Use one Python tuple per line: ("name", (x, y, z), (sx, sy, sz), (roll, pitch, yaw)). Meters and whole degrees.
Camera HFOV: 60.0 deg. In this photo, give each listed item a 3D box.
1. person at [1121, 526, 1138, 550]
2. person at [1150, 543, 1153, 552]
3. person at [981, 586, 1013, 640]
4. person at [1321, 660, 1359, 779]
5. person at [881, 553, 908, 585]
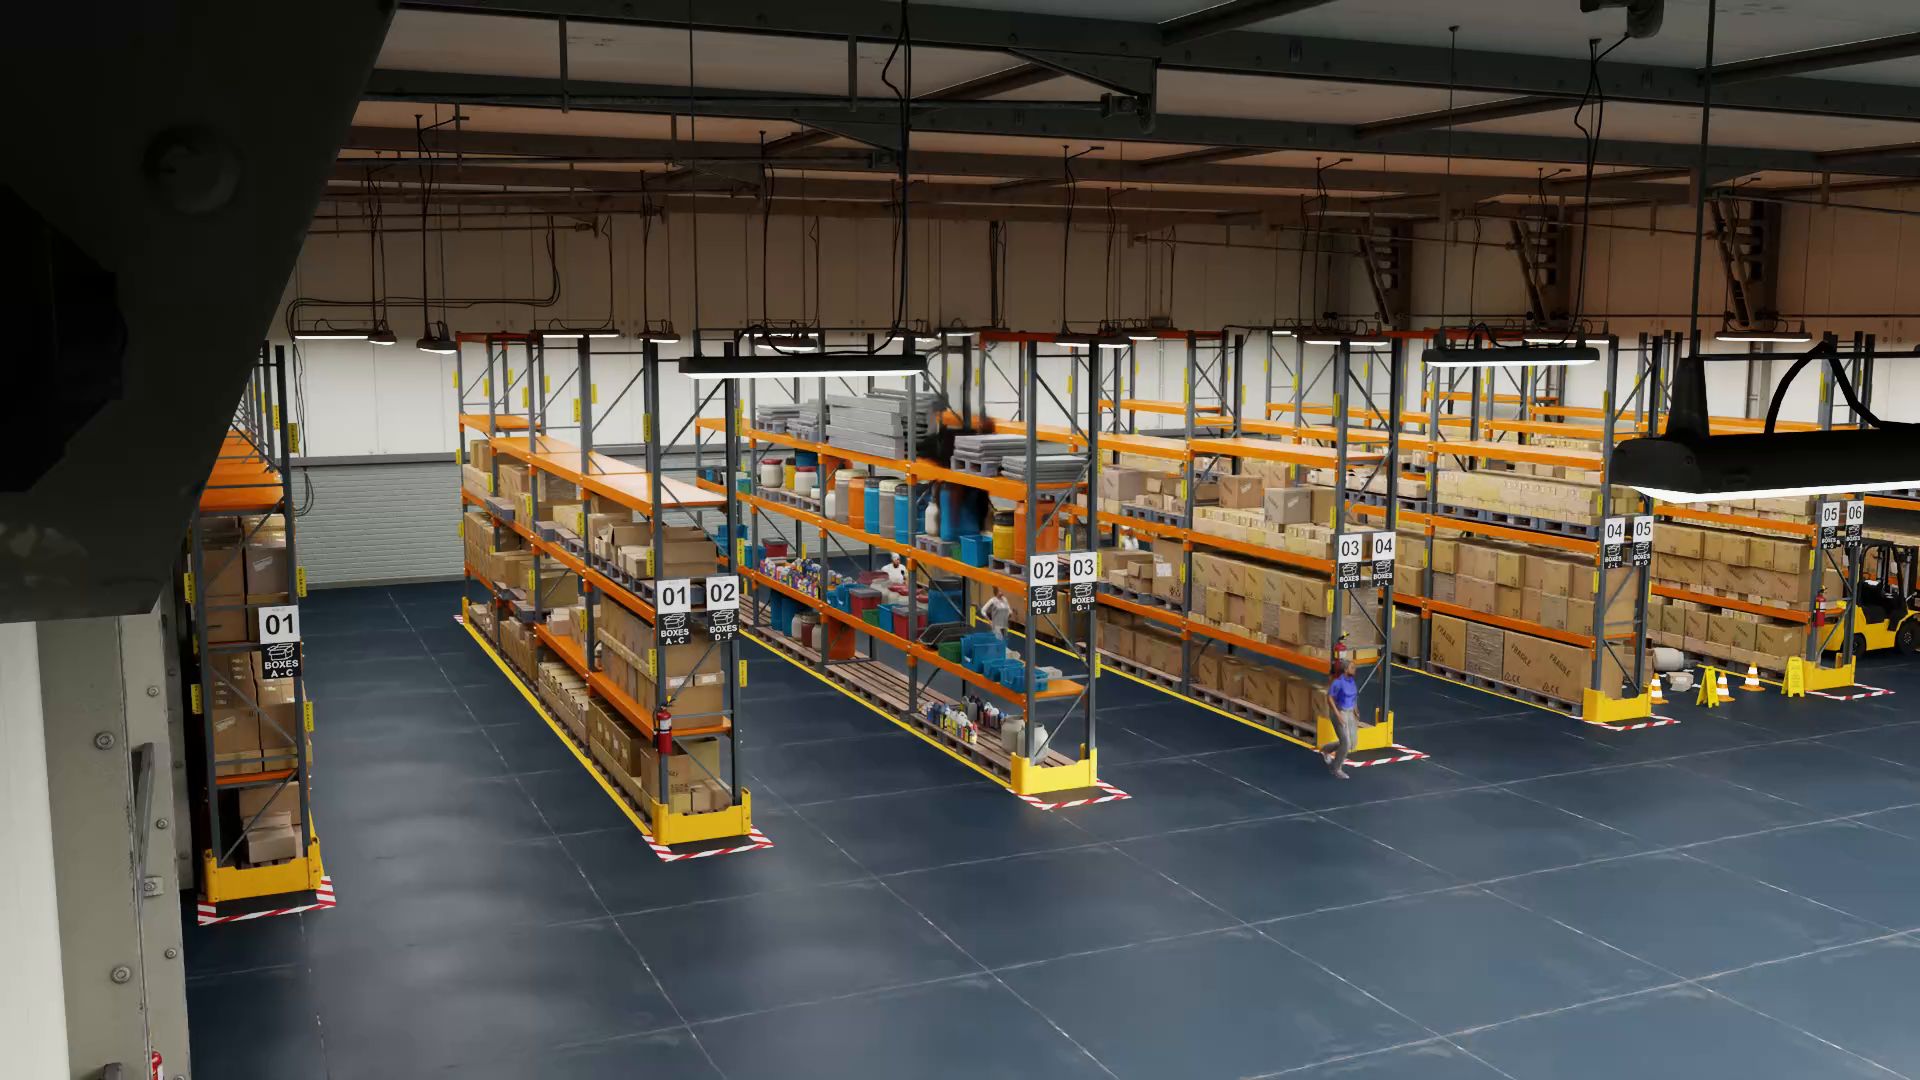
("person", (3.687, 0.515, 36.506), (0.659, 1.791, 0.934), (-3, 8, -24))
("person", (5.000, -0.218, 42.317), (0.720, 1.740, 0.596), (-4, 9, -28))
("person", (0.677, 1.565, 29.526), (0.545, 1.574, 0.859), (-6, 10, -38))
("person", (5.298, 2.458, 23.083), (0.613, 1.607, 0.511), (-8, 11, -44))
("person", (-1.299, 1.077, 33.027), (0.629, 1.666, 0.935), (-3, 8, -23))
